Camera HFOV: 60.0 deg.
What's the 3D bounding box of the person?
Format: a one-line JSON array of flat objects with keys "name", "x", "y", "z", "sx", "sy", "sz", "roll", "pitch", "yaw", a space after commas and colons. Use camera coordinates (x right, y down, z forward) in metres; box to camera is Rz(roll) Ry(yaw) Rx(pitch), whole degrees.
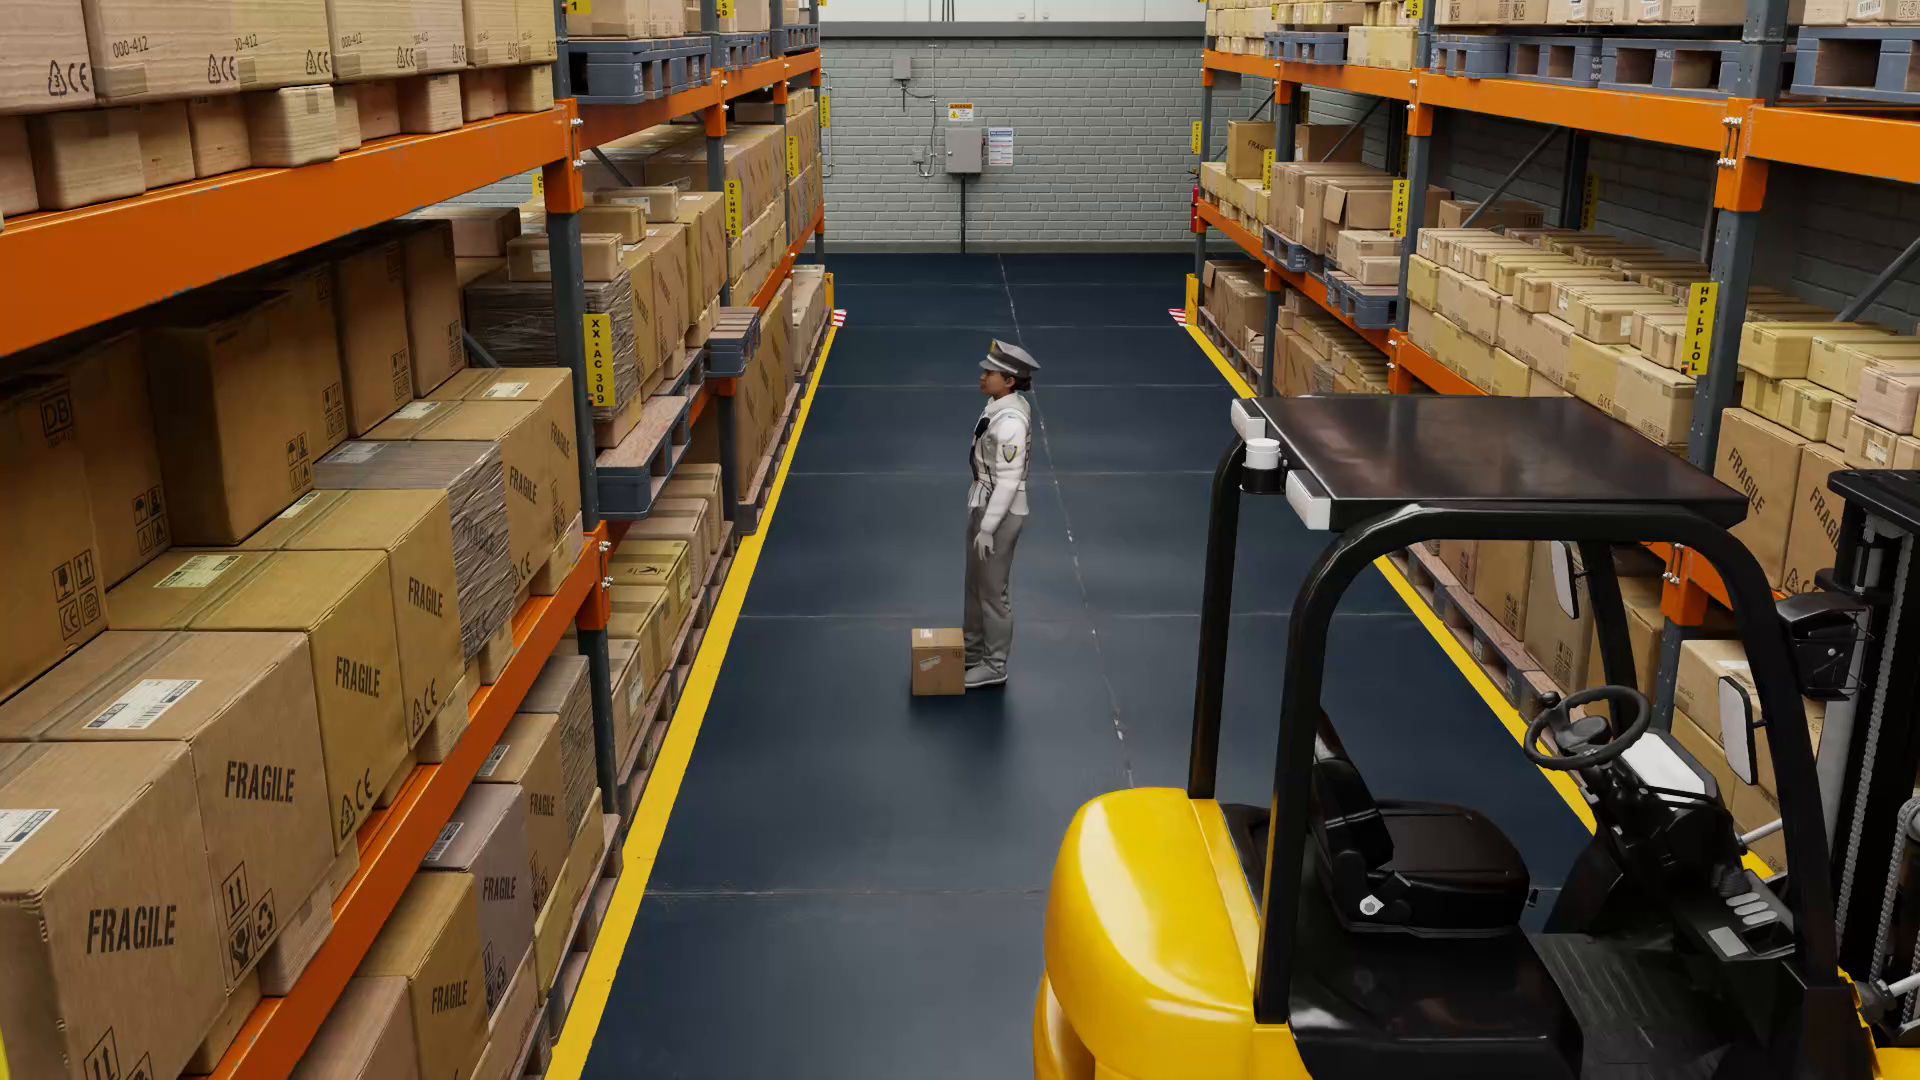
[{"name": "person", "x": 0.098, "y": -0.119, "z": 7.845, "sx": 0.530, "sy": 1.694, "sz": 0.586, "roll": 0, "pitch": 17, "yaw": -1}]
